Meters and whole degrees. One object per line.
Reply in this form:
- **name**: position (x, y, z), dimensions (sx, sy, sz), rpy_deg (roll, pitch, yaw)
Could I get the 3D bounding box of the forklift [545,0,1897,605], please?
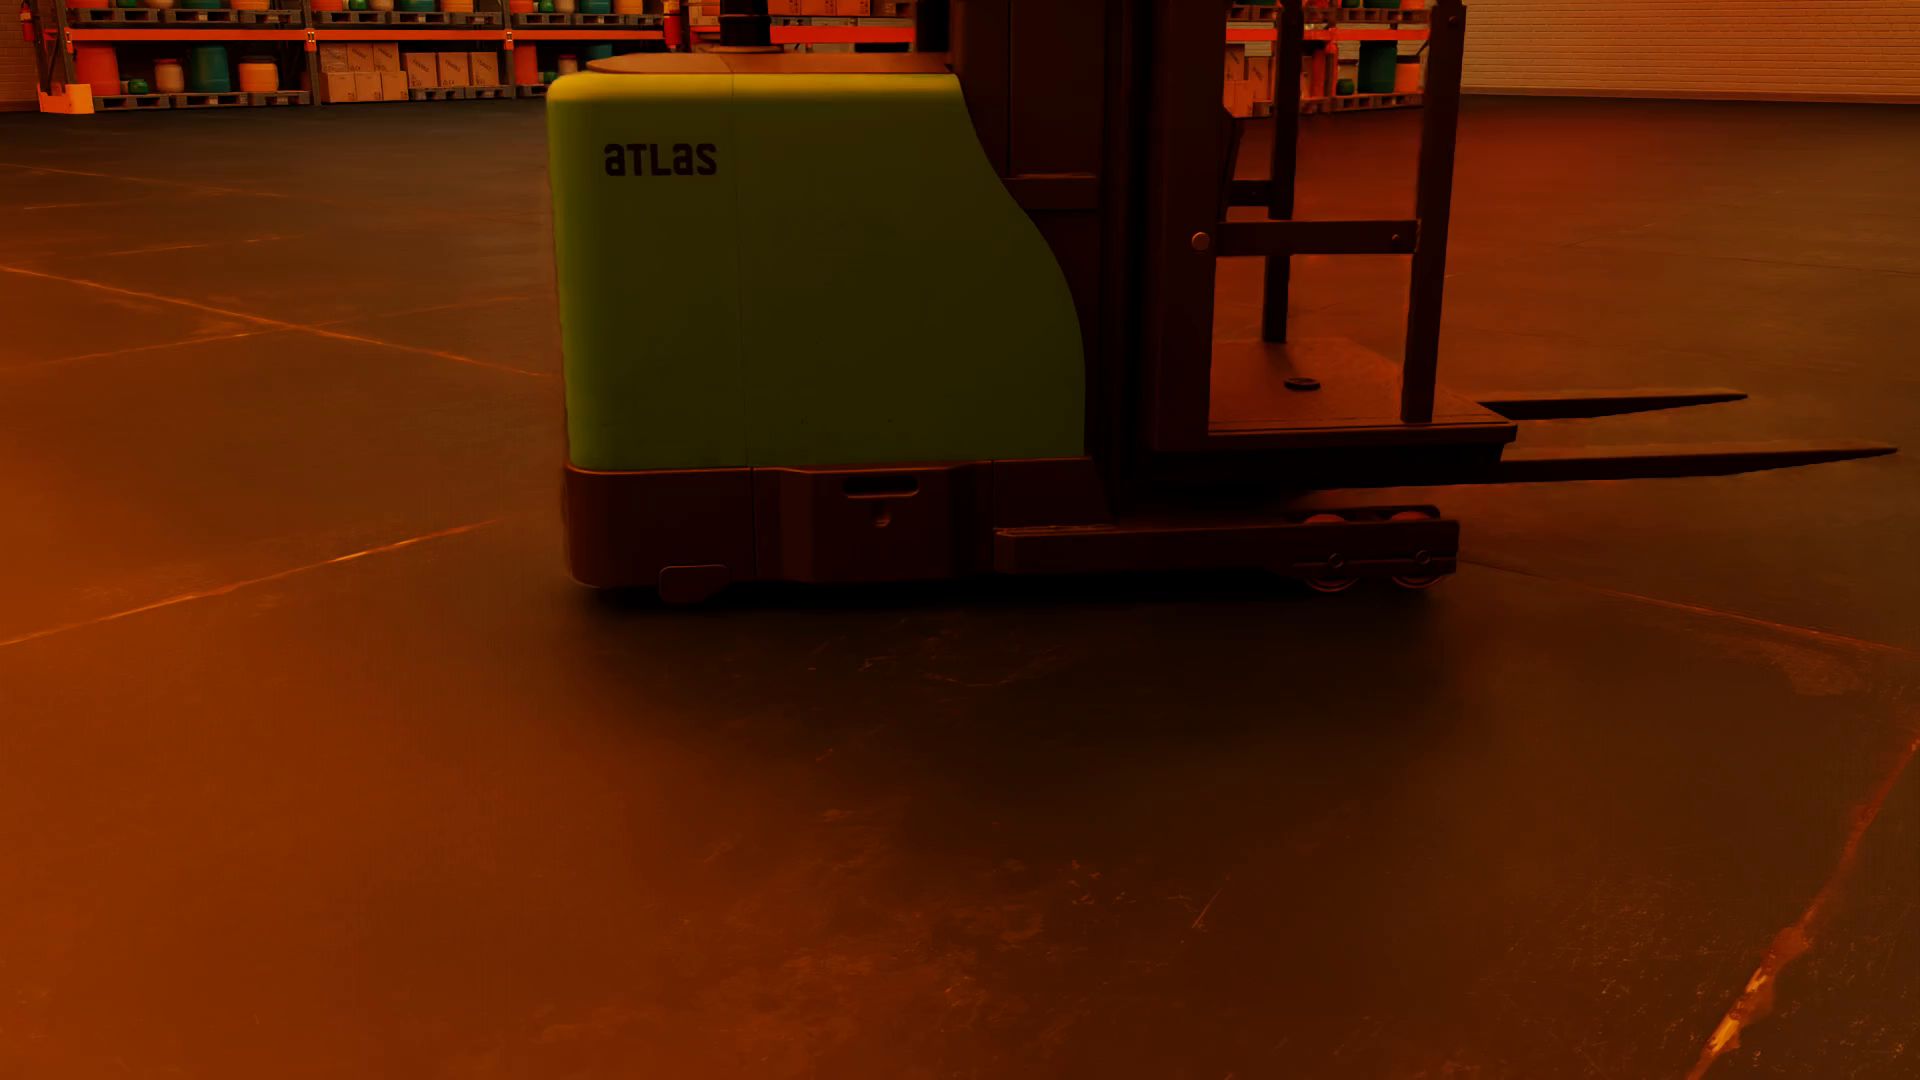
- **forklift**: position (0.641, -1.440, 3.641), dimensions (3.031, 2.935, 1.130), rpy_deg (-2, 17, -7)
